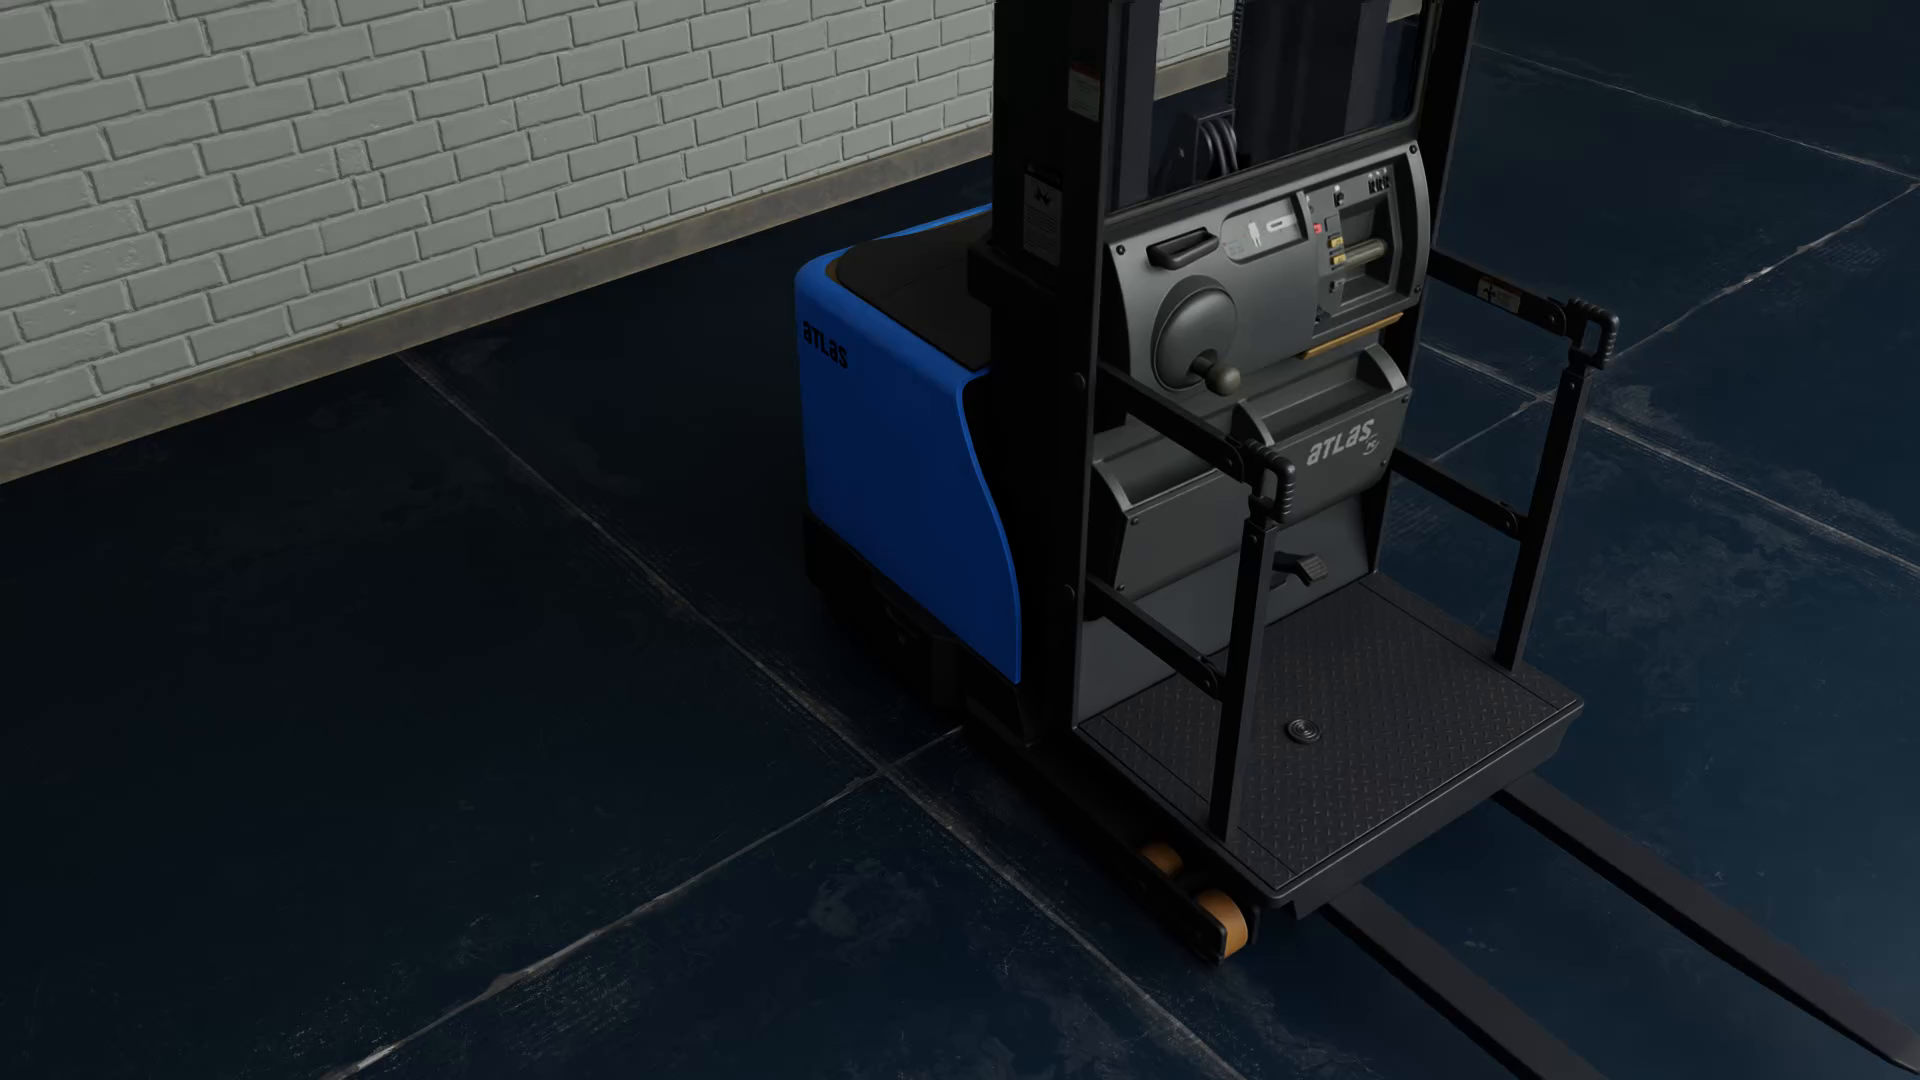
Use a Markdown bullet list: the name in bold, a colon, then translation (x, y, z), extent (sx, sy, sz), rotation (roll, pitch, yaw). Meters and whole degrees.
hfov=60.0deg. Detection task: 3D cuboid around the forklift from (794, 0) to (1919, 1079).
- **forklift**: translation (0.821, -0.543, 3.480), extent (1.130, 2.935, 3.031), rotation (-23, 41, -29)
